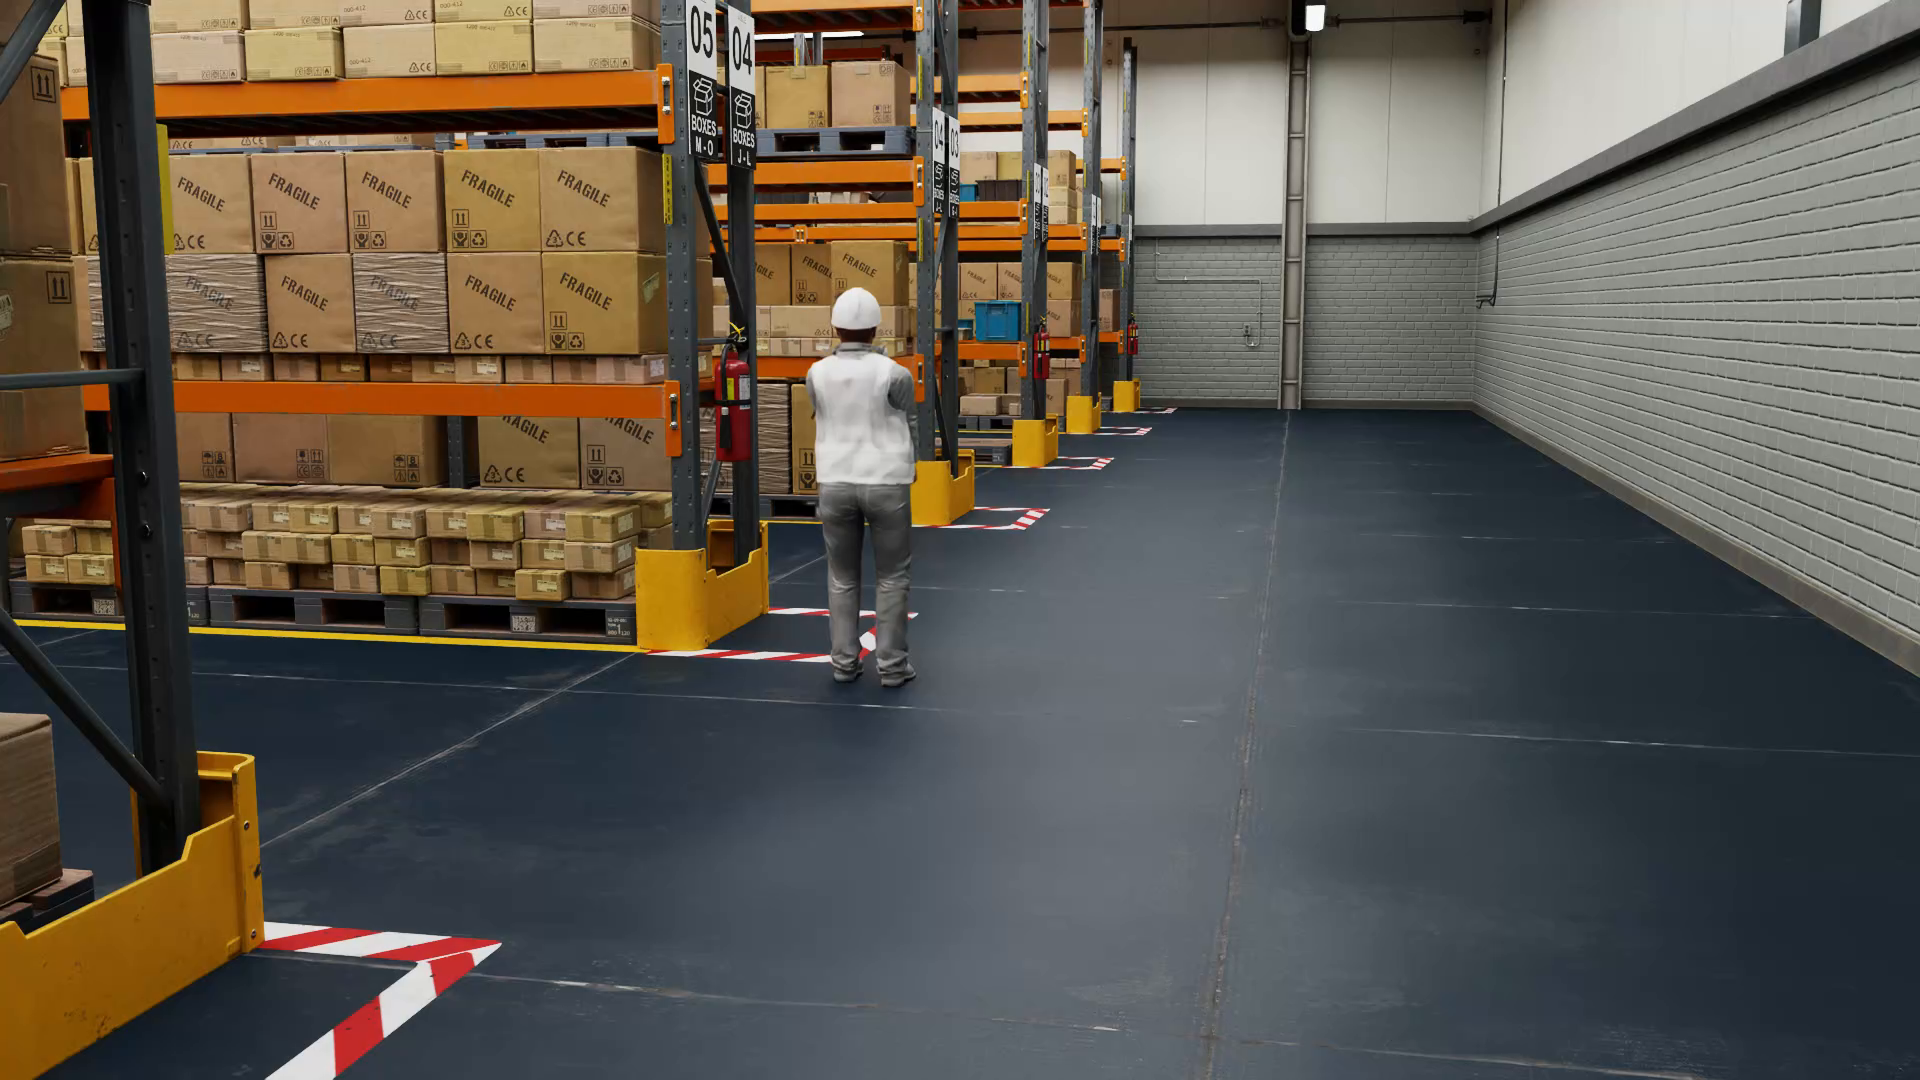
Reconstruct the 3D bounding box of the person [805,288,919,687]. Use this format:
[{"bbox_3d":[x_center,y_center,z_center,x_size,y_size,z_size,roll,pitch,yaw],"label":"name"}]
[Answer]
[{"bbox_3d":[-0.415,-0.247,7.520,0.483,1.768,0.539,2,8,12],"label":"person"}]
